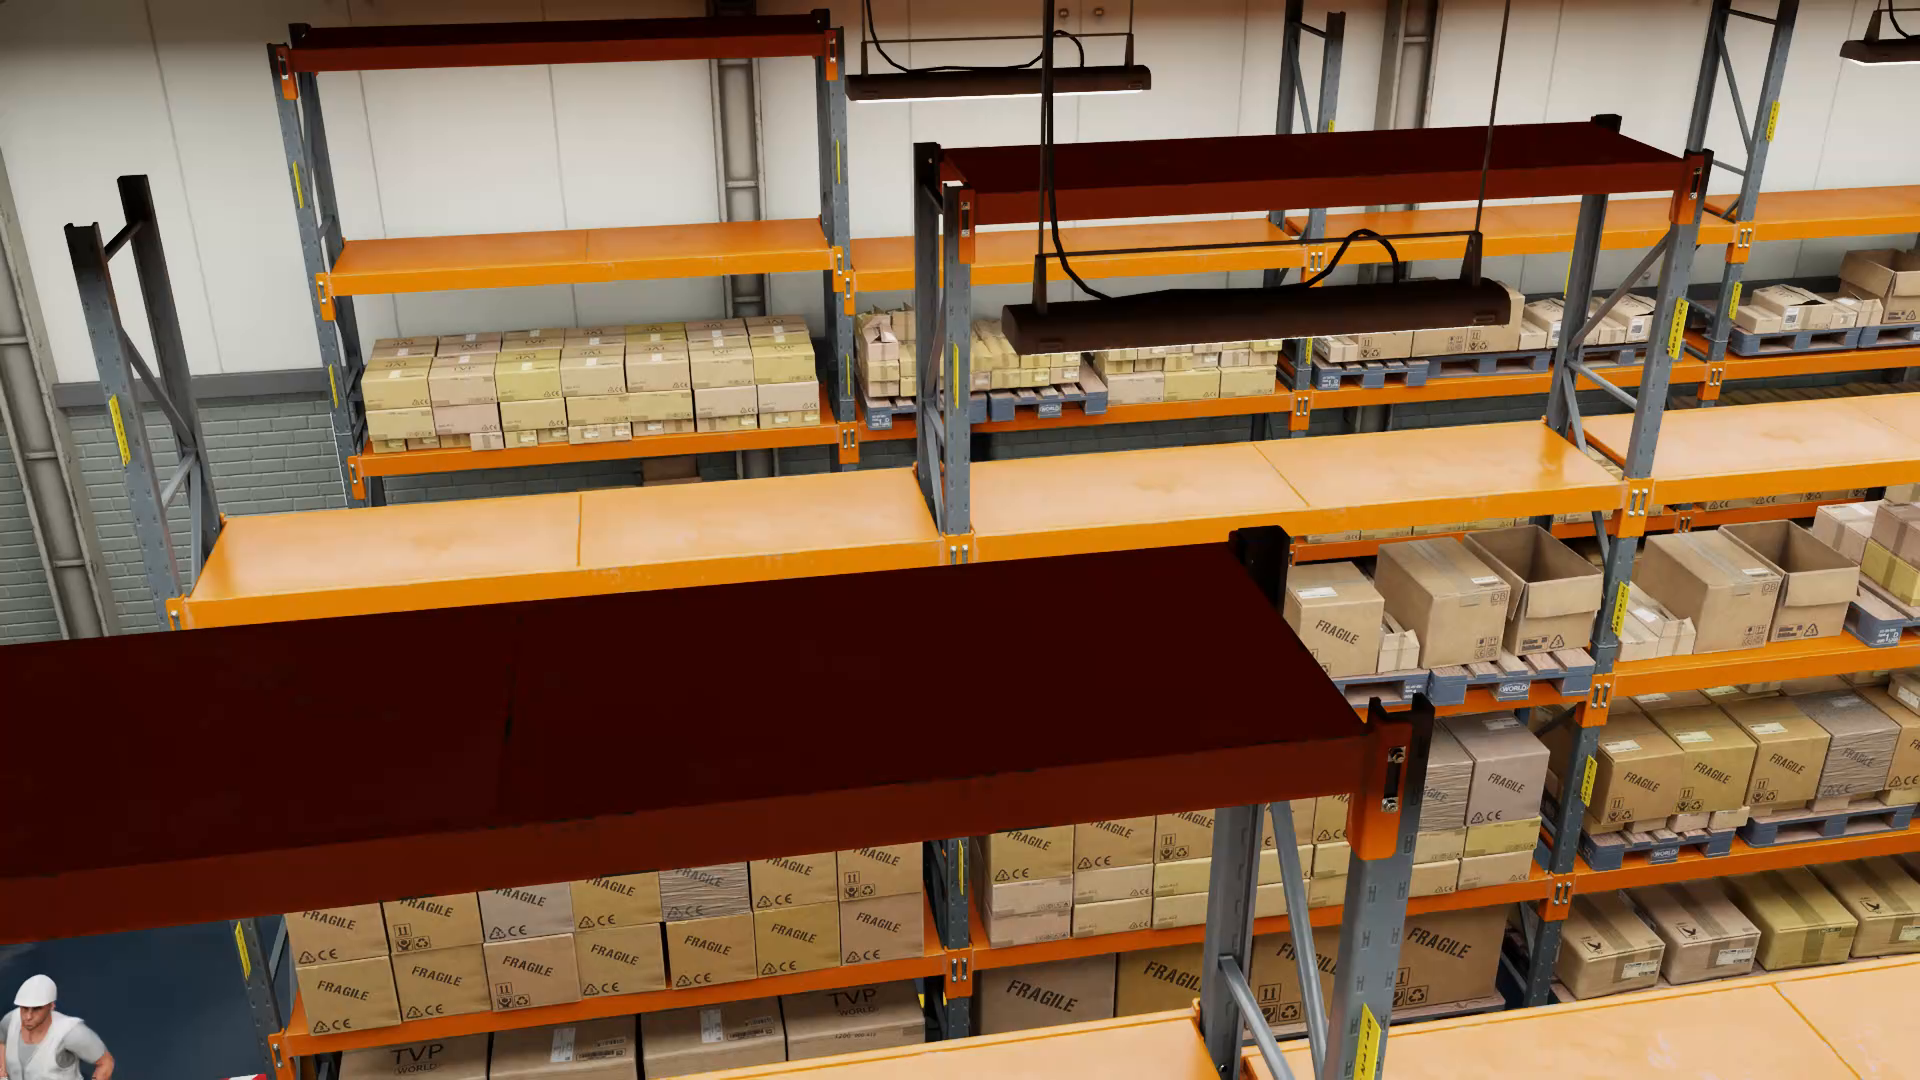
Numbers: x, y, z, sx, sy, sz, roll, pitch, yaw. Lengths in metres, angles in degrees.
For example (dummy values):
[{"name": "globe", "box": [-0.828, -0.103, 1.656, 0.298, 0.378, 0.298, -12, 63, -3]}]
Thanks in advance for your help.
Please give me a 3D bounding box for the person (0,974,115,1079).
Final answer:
[{"name": "person", "box": [-5.238, 3.255, 9.592, 0.716, 1.736, 0.697, 6, 26, 12]}]
